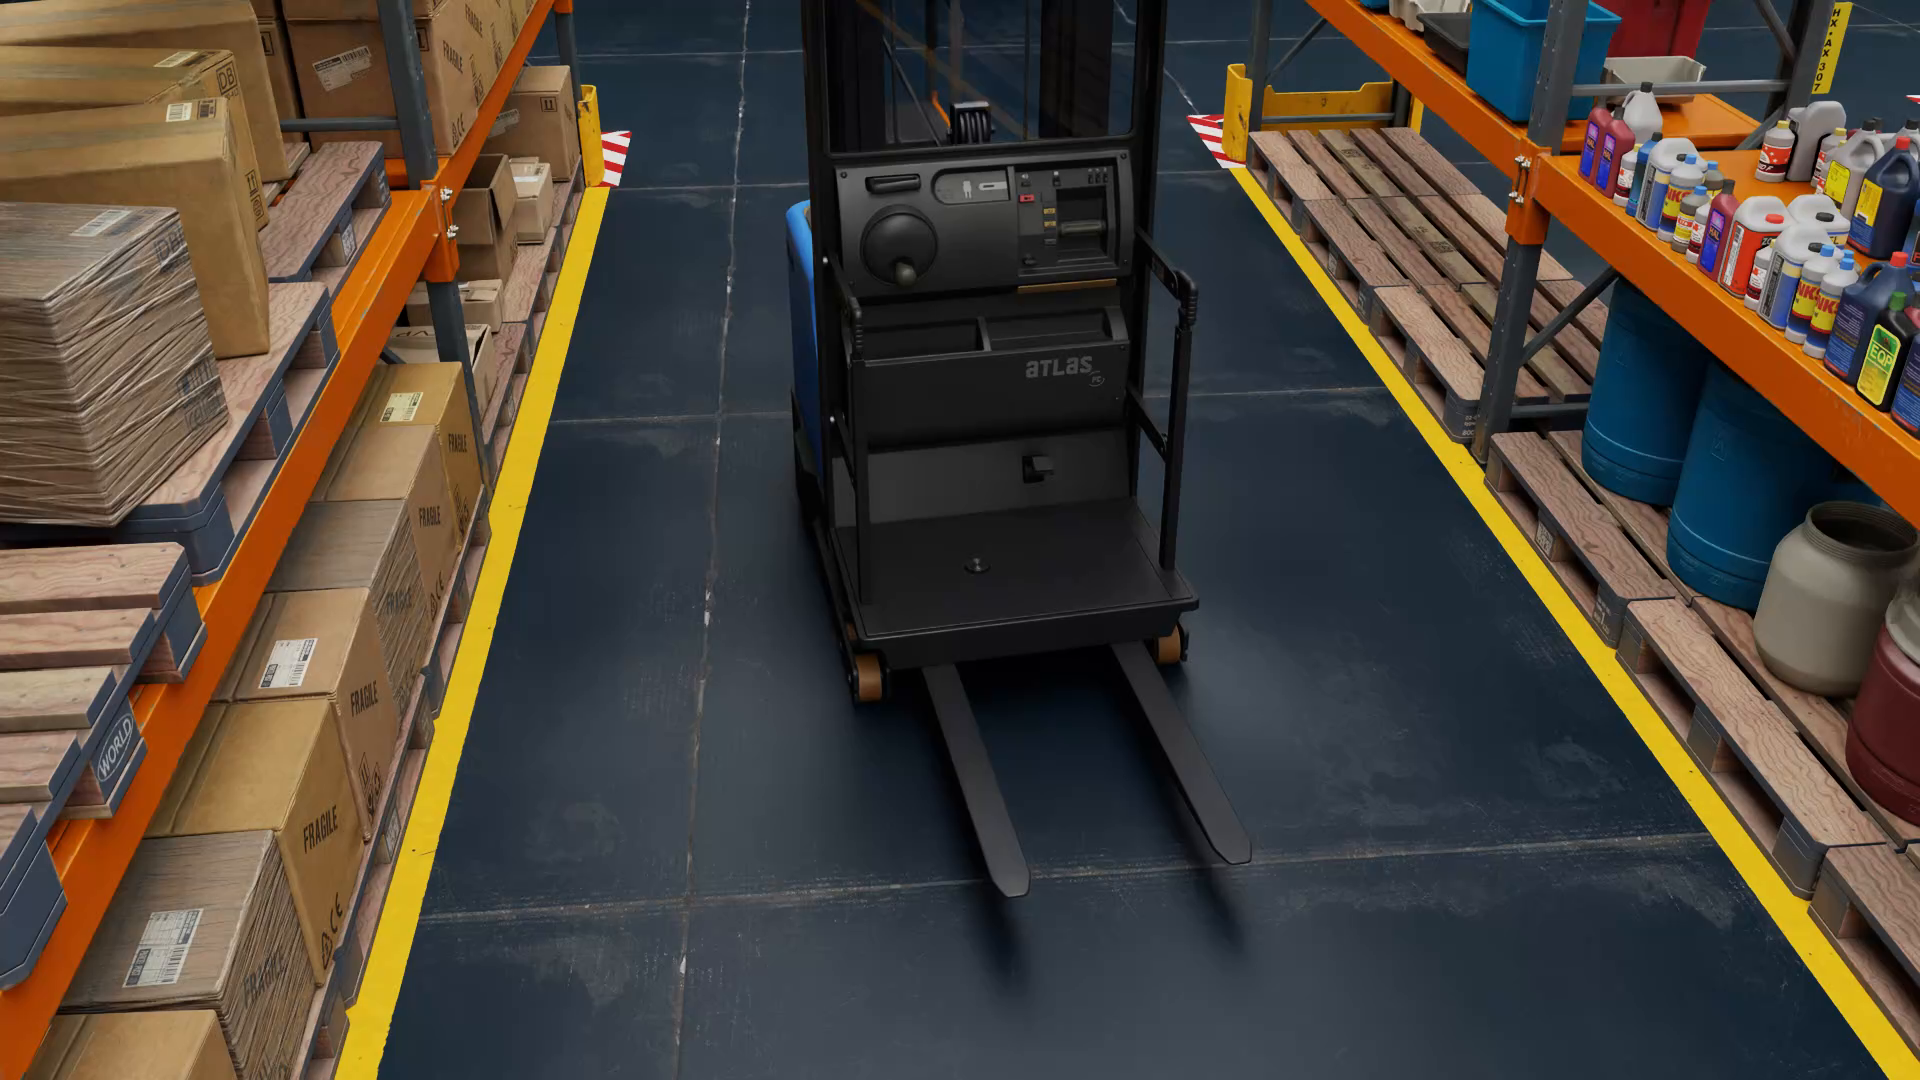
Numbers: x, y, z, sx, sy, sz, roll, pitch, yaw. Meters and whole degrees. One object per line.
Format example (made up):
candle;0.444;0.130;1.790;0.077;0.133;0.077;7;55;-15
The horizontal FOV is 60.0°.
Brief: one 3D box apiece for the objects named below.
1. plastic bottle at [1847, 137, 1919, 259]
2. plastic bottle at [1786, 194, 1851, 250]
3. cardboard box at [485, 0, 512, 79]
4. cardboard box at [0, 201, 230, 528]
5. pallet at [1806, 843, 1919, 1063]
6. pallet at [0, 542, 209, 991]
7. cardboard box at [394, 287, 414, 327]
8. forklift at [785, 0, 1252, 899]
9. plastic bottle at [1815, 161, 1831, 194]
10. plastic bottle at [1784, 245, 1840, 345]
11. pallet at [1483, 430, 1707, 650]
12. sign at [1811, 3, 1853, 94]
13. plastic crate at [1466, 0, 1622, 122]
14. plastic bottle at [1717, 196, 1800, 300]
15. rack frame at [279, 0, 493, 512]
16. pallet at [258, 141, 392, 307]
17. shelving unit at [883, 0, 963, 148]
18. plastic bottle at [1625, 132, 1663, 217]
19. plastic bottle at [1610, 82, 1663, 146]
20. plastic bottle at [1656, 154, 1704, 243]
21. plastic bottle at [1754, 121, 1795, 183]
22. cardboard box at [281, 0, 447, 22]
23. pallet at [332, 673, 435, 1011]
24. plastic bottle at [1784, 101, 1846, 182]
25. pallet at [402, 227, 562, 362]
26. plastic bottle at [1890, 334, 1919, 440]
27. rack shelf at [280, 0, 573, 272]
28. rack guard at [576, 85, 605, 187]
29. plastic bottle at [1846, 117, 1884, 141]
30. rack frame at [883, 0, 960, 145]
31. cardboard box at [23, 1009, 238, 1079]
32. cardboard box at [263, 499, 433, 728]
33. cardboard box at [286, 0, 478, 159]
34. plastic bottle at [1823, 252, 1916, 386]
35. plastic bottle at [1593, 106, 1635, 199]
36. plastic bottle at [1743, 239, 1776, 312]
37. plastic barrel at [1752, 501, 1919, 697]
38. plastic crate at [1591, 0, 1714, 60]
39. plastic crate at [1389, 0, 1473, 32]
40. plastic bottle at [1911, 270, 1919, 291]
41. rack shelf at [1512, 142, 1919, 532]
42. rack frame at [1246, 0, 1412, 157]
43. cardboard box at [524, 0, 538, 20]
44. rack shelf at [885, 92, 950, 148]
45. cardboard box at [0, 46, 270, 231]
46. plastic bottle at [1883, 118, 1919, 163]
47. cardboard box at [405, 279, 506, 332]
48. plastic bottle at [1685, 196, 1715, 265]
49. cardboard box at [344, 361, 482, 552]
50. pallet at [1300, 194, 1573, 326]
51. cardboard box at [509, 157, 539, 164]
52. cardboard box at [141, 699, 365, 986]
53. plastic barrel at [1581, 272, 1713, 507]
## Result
plastic bottle;2.890;-1.065;5.156;0.144;0.351;0.185;-3;31;-5
plastic bottle;2.506;-0.868;4.899;0.152;0.276;0.135;-3;31;-5
cardboard box;-2.199;-2.239;6.976;0.500;0.500;0.500;-3;31;-5
cardboard box;-2.020;-0.379;3.453;0.700;0.500;0.500;3;31;5
pallet;2.863;1.197;4.039;1.003;0.211;1.213;-3;31;-5
pallet;-2.087;0.376;2.883;1.213;0.211;1.003;-3;31;-5
cardboard box;-2.733;-1.101;7.361;0.500;0.311;0.500;-3;31;-5
forklift;0.130;-0.943;4.970;1.130;2.935;3.031;-6;31;-10
plastic bottle;2.875;-1.168;5.475;0.097;0.201;0.097;0;31;0
plastic bottle;2.360;-0.680;4.589;0.097;0.271;0.097;0;31;0
pallet;2.635;-0.048;6.125;1.003;0.211;1.213;-3;31;-5
sign;3.152;-1.786;6.044;0.100;0.325;0.005;-3;31;-5
plastic crate;2.221;-1.882;6.433;0.392;0.384;0.575;-3;31;-5
plastic bottle;2.355;-0.861;4.887;0.152;0.276;0.135;-3;31;-5
rack frame;-2.328;-1.406;5.679;1.000;3.000;0.127;-3;31;-5
pallet;-2.362;-0.910;5.036;1.003;0.211;1.213;-3;31;-5
shelving unit;-0.247;-1.475;6.672;0.431;2.100;0.503;-6;31;-10
plastic bottle;2.264;-1.203;5.464;0.097;0.271;0.097;0;31;0
plastic bottle;2.318;-1.404;5.724;0.144;0.351;0.185;-3;31;-5
plastic bottle;2.286;-1.084;5.265;0.097;0.271;0.097;0;31;0
plastic bottle;2.841;-1.355;5.787;0.097;0.201;0.097;0;31;0
cardboard box;-2.092;-2.132;5.822;0.500;0.500;0.500;-2;31;-3
pallet;-2.097;0.829;4.656;1.003;0.211;1.213;-3;31;-5
plastic bottle;2.963;-1.402;5.794;0.152;0.276;0.135;-3;31;-5
pallet;-2.508;-1.184;8.026;1.003;0.211;1.213;-3;31;-5
plastic bottle;2.435;-0.431;4.094;0.144;0.351;0.185;-3;31;-5
rack shelf;-2.514;-2.118;7.573;1.077;0.370;4.000;-3;31;-5
rack guard;-2.694;-2.336;9.674;1.175;0.500;0.348;-3;31;-5
plastic bottle;3.030;-1.290;5.598;0.061;0.283;0.133;-3;31;-5
rack frame;-0.197;-1.353;6.467;0.400;2.100;0.015;-6;31;-10
cardboard box;-1.712;1.274;3.200;0.500;0.500;0.500;-1;31;-2
cardboard box;-1.912;0.225;4.956;0.500;0.500;0.500;-2;31;-4
cardboard box;-2.104;-1.722;6.110;0.500;0.500;0.500;-2;31;-3
plastic bottle;2.406;-0.593;4.366;0.144;0.351;0.185;-3;31;-5
plastic bottle;2.226;-1.315;5.641;0.061;0.283;0.133;-3;31;-5
plastic bottle;2.338;-0.768;4.805;0.097;0.201;0.097;0;31;0
plastic barrel;2.668;0.179;5.042;0.421;0.512;0.421;0;31;0
plastic crate;2.771;-2.162;6.824;0.402;0.464;0.583;-3;31;-5
plastic crate;2.142;-2.429;7.589;0.293;0.136;0.466;-3;31;-5
plastic bottle;2.522;-0.587;4.434;0.097;0.271;0.097;0;31;0
rack shelf;2.791;-0.311;4.548;1.077;0.370;4.000;-3;31;-5
rack frame;2.231;-3.684;9.492;1.000;3.000;0.127;-3;31;-5
cardboard box;-2.295;-2.756;7.841;0.500;0.500;0.500;-3;31;-4
rack shelf;-0.247;-1.464;6.679;0.431;0.518;0.480;-6;31;-10
cardboard box;-2.379;-1.029;4.540;0.700;0.500;0.500;2;31;3
plastic bottle;3.016;-1.167;5.326;0.144;0.351;0.185;-3;31;-5
cardboard box;-2.242;-1.044;7.407;0.380;0.166;0.250;-3;31;-5
plastic bottle;2.304;-0.955;5.117;0.097;0.201;0.097;0;31;0
cardboard box;-1.996;-0.283;5.808;0.500;0.500;0.500;-3;31;-5
pallet;2.380;-1.442;8.458;1.003;0.211;1.213;-3;31;-5
cardboard box;-2.457;-1.944;8.913;0.380;0.166;0.250;-3;31;-5
cardboard box;-1.808;0.751;4.076;0.500;0.500;0.500;-3;31;-5
plastic barrel;2.638;-0.642;6.037;0.600;0.901;0.708;-3;31;-5
